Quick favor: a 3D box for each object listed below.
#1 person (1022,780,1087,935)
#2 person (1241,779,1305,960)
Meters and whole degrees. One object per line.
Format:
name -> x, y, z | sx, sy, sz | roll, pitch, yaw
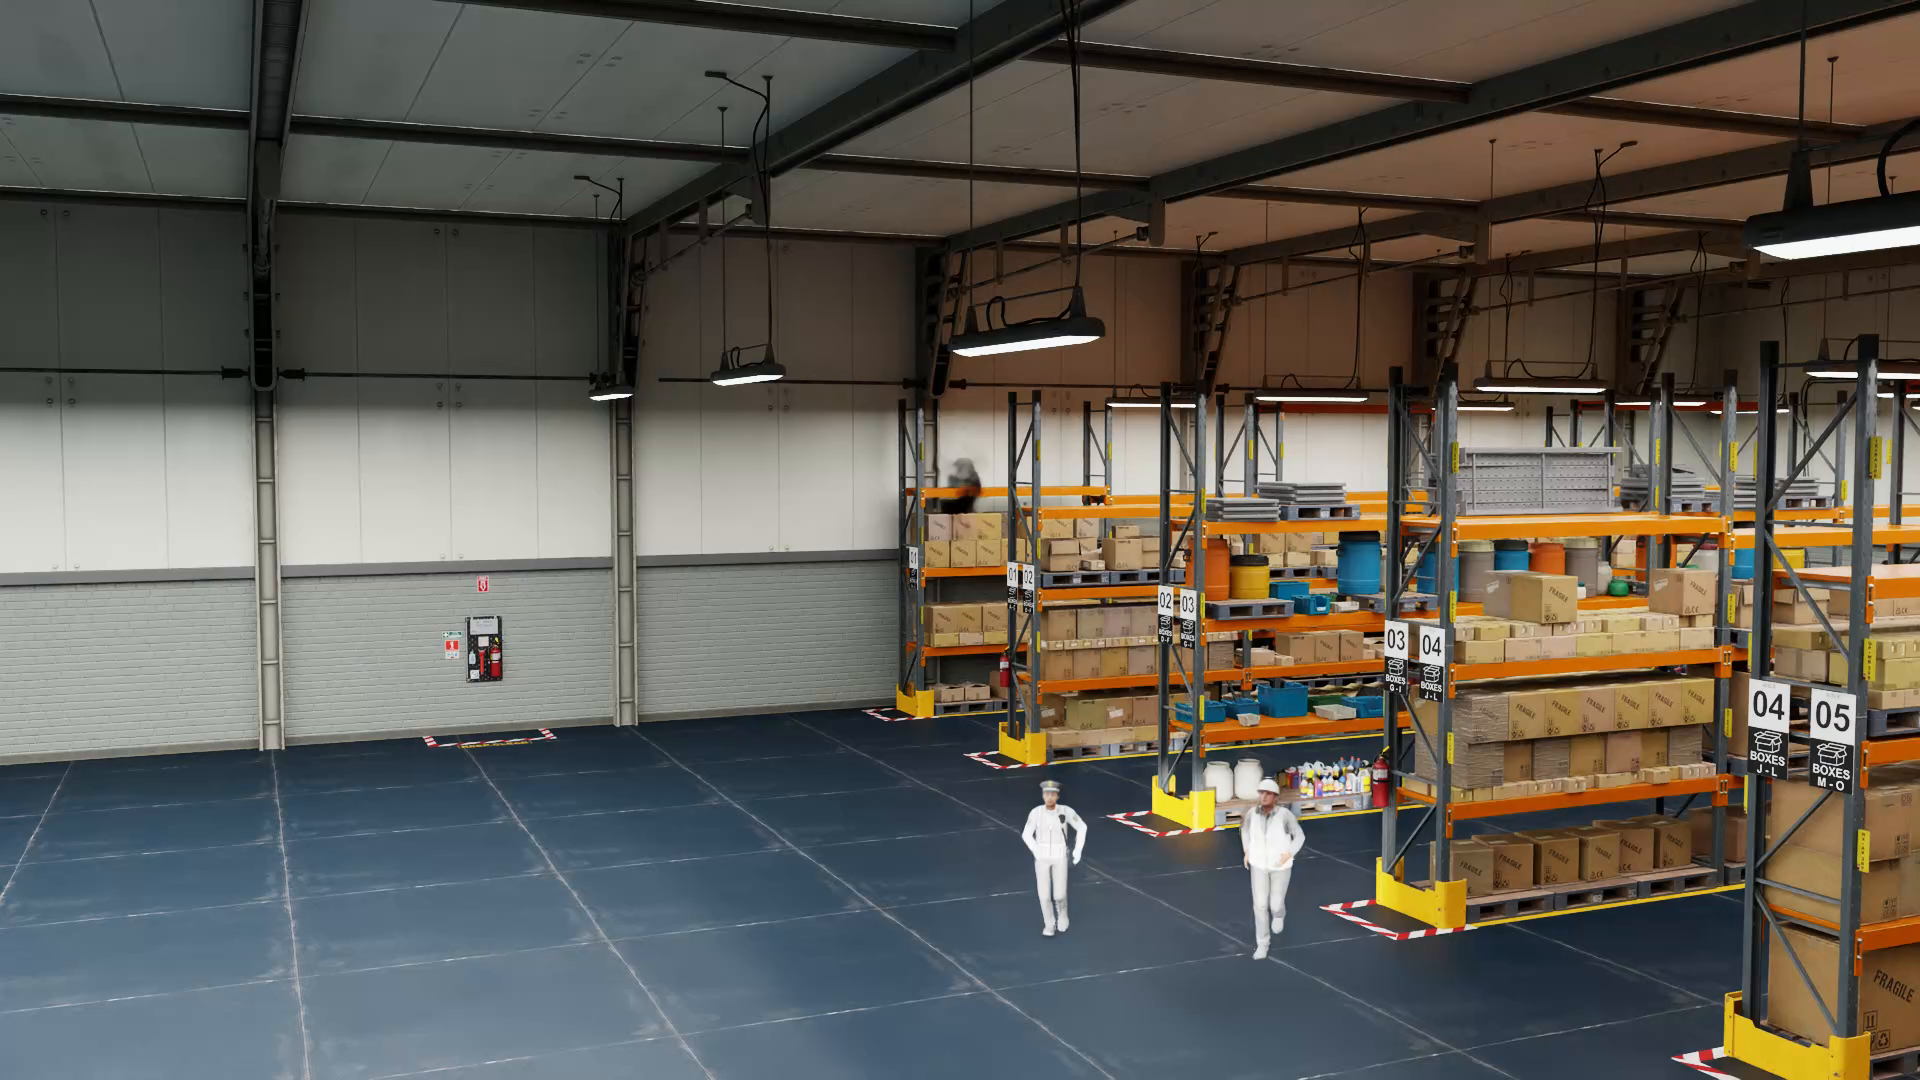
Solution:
person -> 0.967, 3.311, 17.265 | 0.659, 1.646, 0.553 | 1, 3, 9
person -> 3.176, 3.301, 16.911 | 0.669, 1.783, 0.781 | 1, 4, 23
